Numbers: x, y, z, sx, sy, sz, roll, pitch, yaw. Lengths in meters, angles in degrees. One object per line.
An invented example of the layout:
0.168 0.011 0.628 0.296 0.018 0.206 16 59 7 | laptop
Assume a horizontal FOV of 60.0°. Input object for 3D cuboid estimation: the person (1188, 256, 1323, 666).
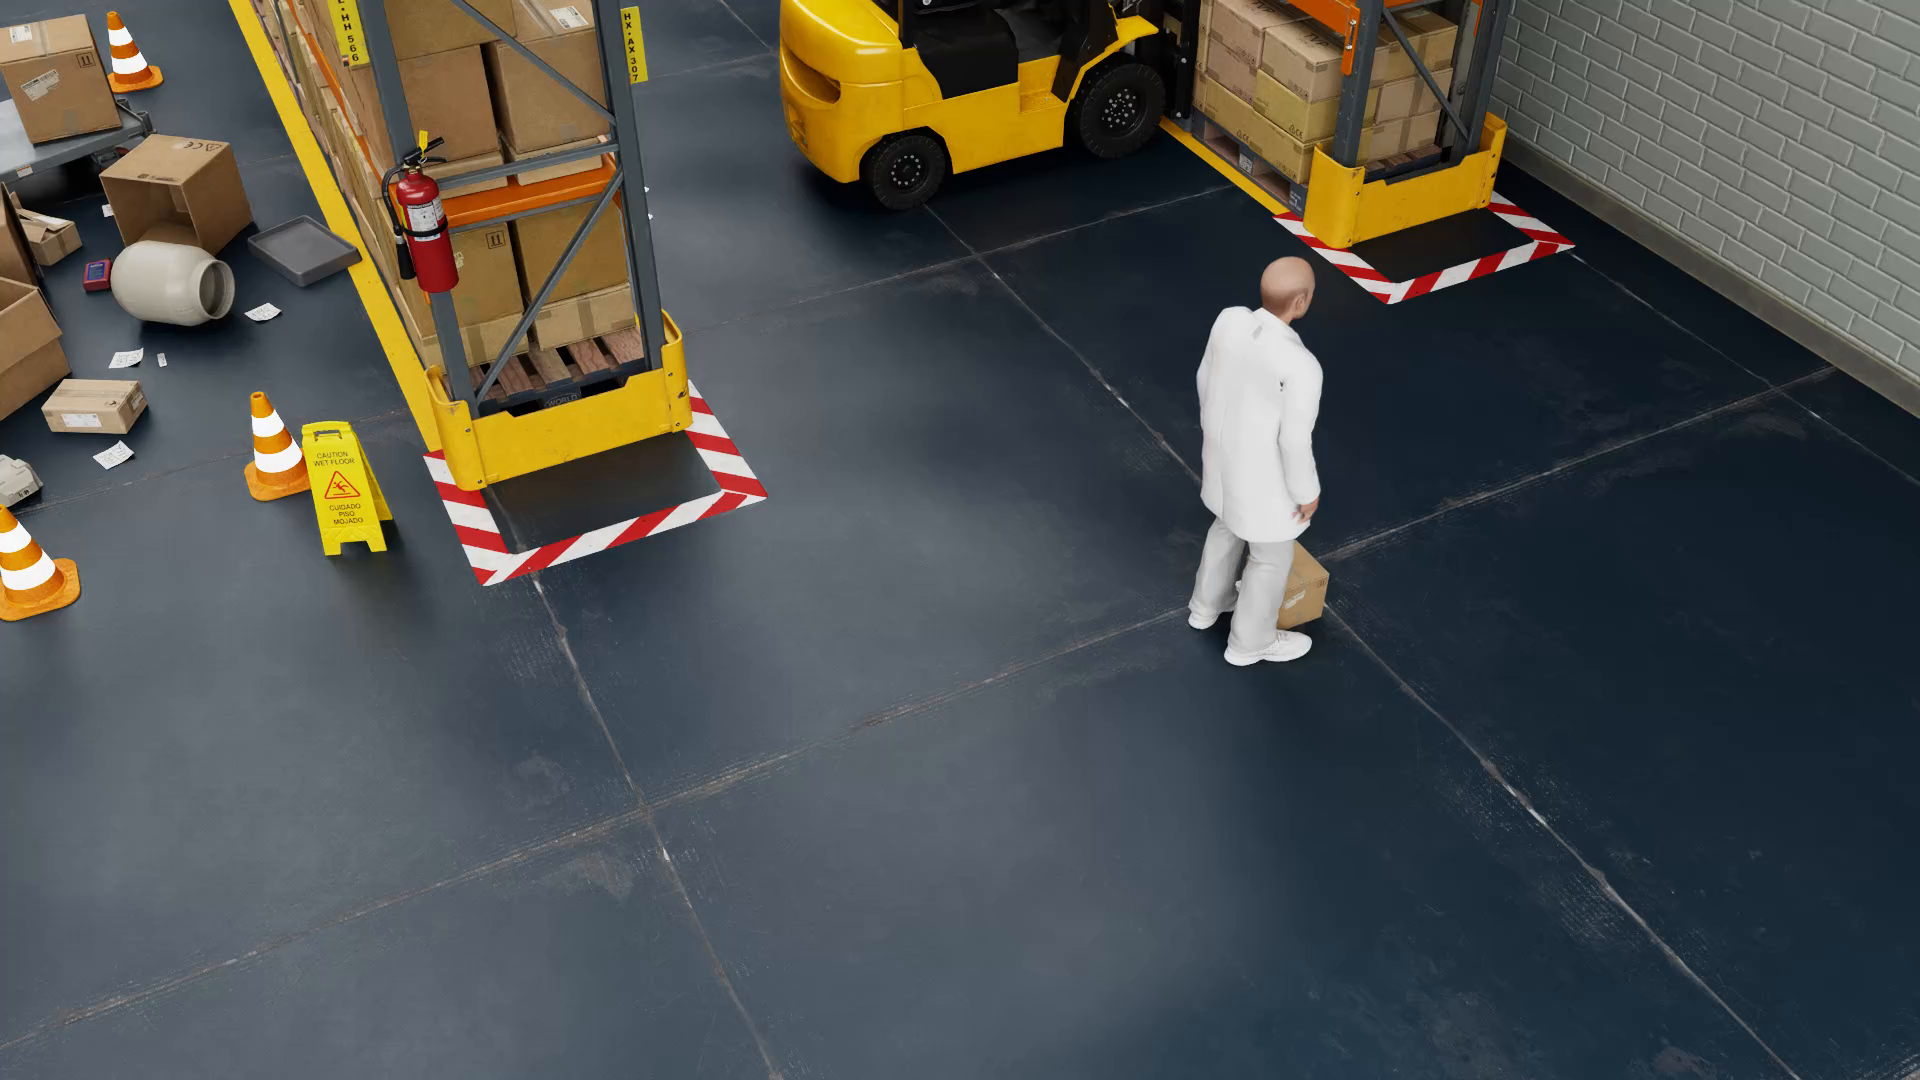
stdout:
1.162 -0.309 6.528 0.423 1.774 0.653 -21 45 -23 | person
